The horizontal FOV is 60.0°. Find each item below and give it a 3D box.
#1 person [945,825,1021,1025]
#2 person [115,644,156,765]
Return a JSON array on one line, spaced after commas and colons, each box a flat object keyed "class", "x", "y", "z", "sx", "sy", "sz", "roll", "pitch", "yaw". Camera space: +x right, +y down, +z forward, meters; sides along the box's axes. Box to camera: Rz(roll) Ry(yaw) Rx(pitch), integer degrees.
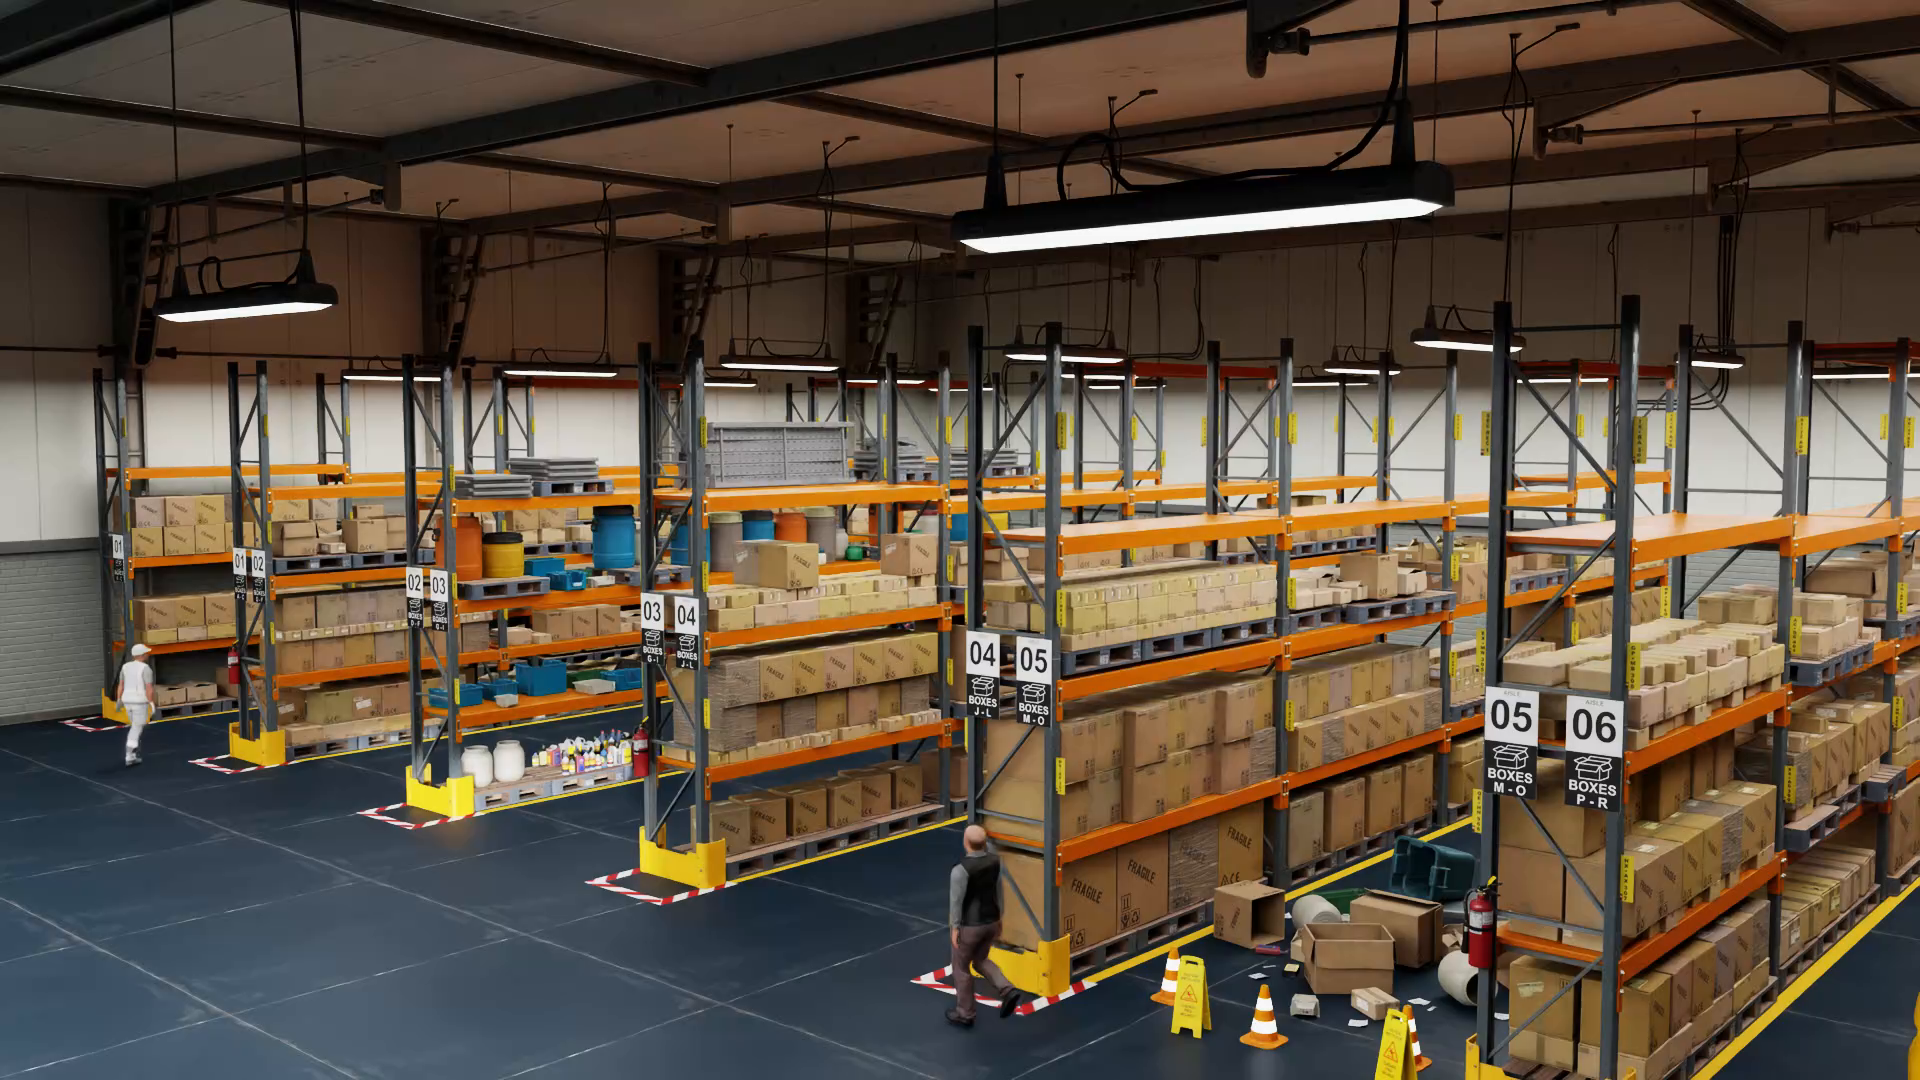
[{"class": "person", "x": 0.159, "y": 3.262, "z": 14.058, "sx": 0.664, "sy": 1.711, "sz": 0.538, "roll": 3, "pitch": 5, "yaw": 40}, {"class": "person", "x": -12.297, "y": 2.446, "z": 24.811, "sx": 0.597, "sy": 1.786, "sz": 0.542, "roll": 1, "pitch": 4, "yaw": 12}]
